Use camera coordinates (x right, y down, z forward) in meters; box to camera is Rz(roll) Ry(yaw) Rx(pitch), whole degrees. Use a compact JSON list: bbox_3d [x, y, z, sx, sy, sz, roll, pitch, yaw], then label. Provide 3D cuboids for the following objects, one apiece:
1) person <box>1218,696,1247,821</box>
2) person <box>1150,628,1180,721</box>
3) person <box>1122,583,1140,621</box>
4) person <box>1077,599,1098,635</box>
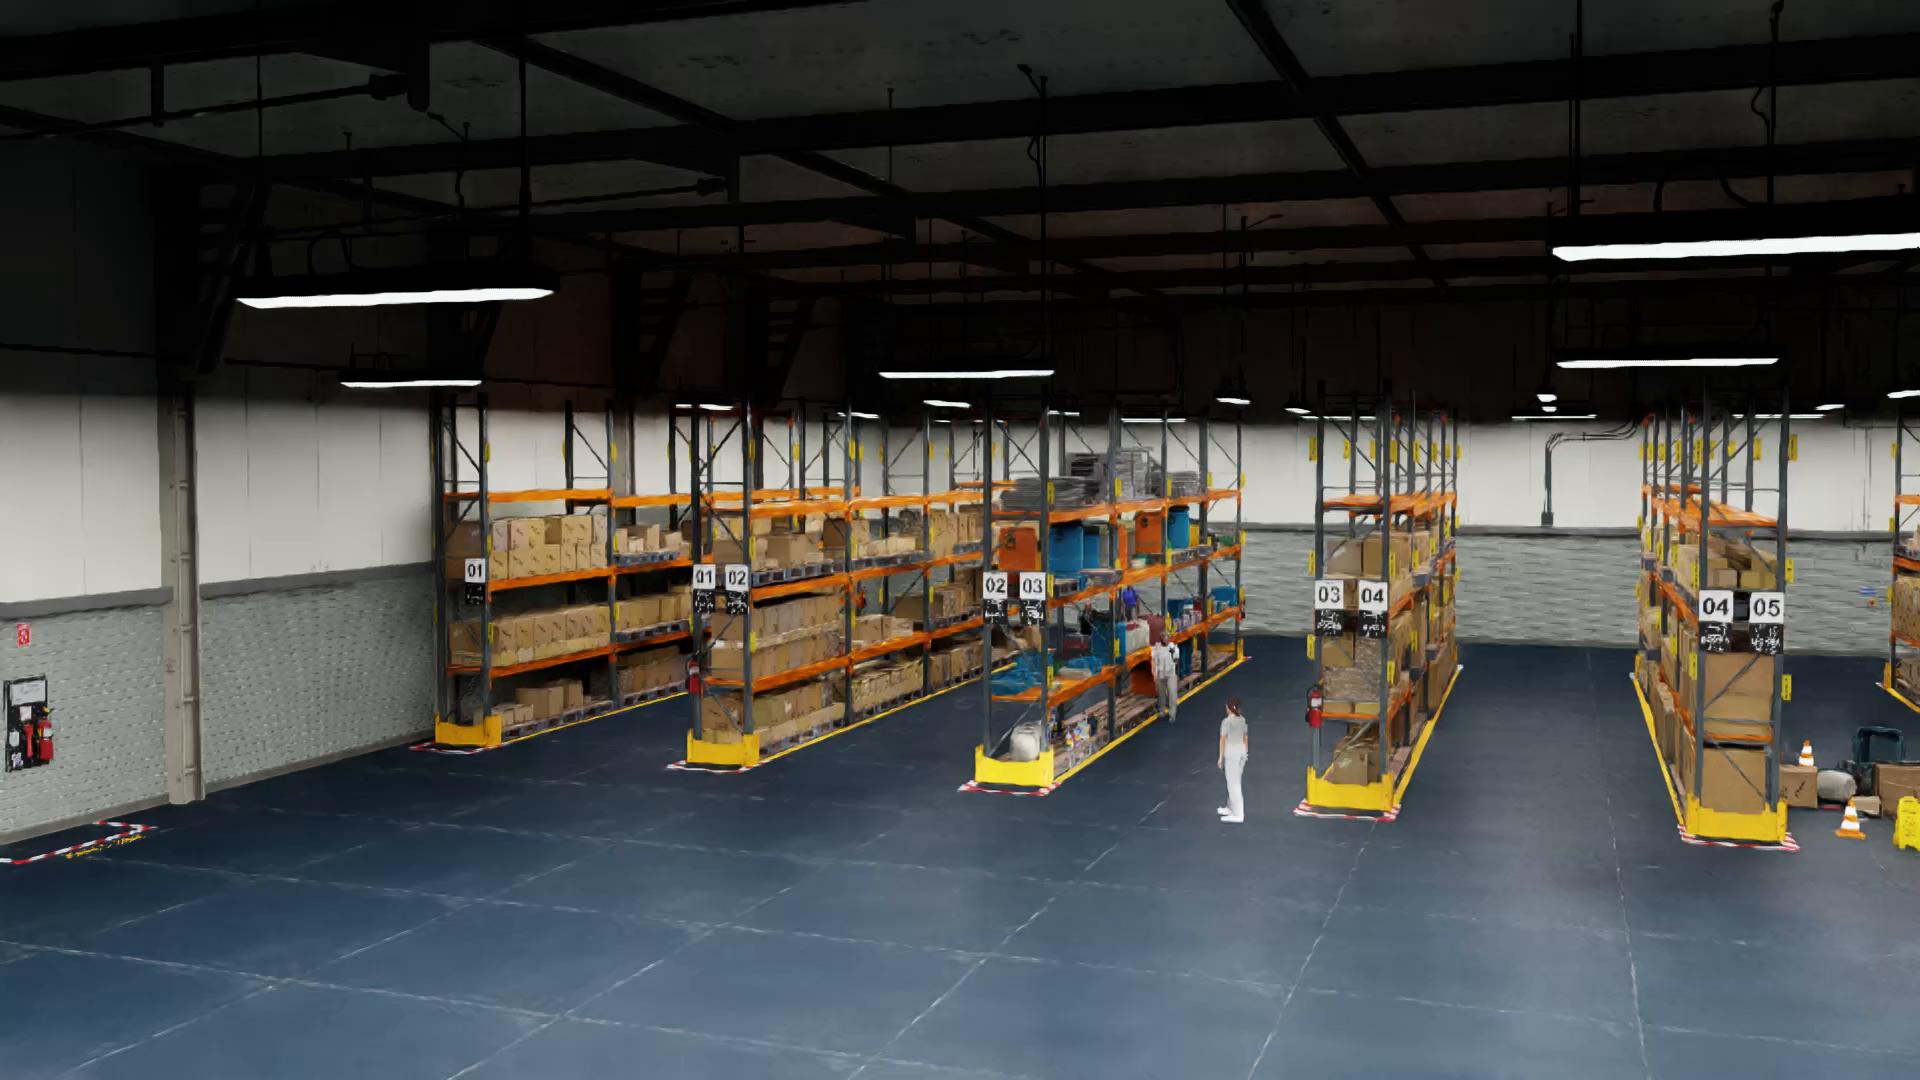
[{"bbox_3d":[3.692,2.945,22.624,0.576,1.666,0.580,-3,4,-44],"label":"person"},{"bbox_3d":[3.809,2.485,30.931,0.535,1.708,1.036,1,3,11],"label":"person"},{"bbox_3d":[4.556,1.825,44.605,0.447,1.574,1.088,1,3,22],"label":"person"},{"bbox_3d":[2.918,2.158,37.771,0.543,1.648,1.115,1,3,22],"label":"person"}]
